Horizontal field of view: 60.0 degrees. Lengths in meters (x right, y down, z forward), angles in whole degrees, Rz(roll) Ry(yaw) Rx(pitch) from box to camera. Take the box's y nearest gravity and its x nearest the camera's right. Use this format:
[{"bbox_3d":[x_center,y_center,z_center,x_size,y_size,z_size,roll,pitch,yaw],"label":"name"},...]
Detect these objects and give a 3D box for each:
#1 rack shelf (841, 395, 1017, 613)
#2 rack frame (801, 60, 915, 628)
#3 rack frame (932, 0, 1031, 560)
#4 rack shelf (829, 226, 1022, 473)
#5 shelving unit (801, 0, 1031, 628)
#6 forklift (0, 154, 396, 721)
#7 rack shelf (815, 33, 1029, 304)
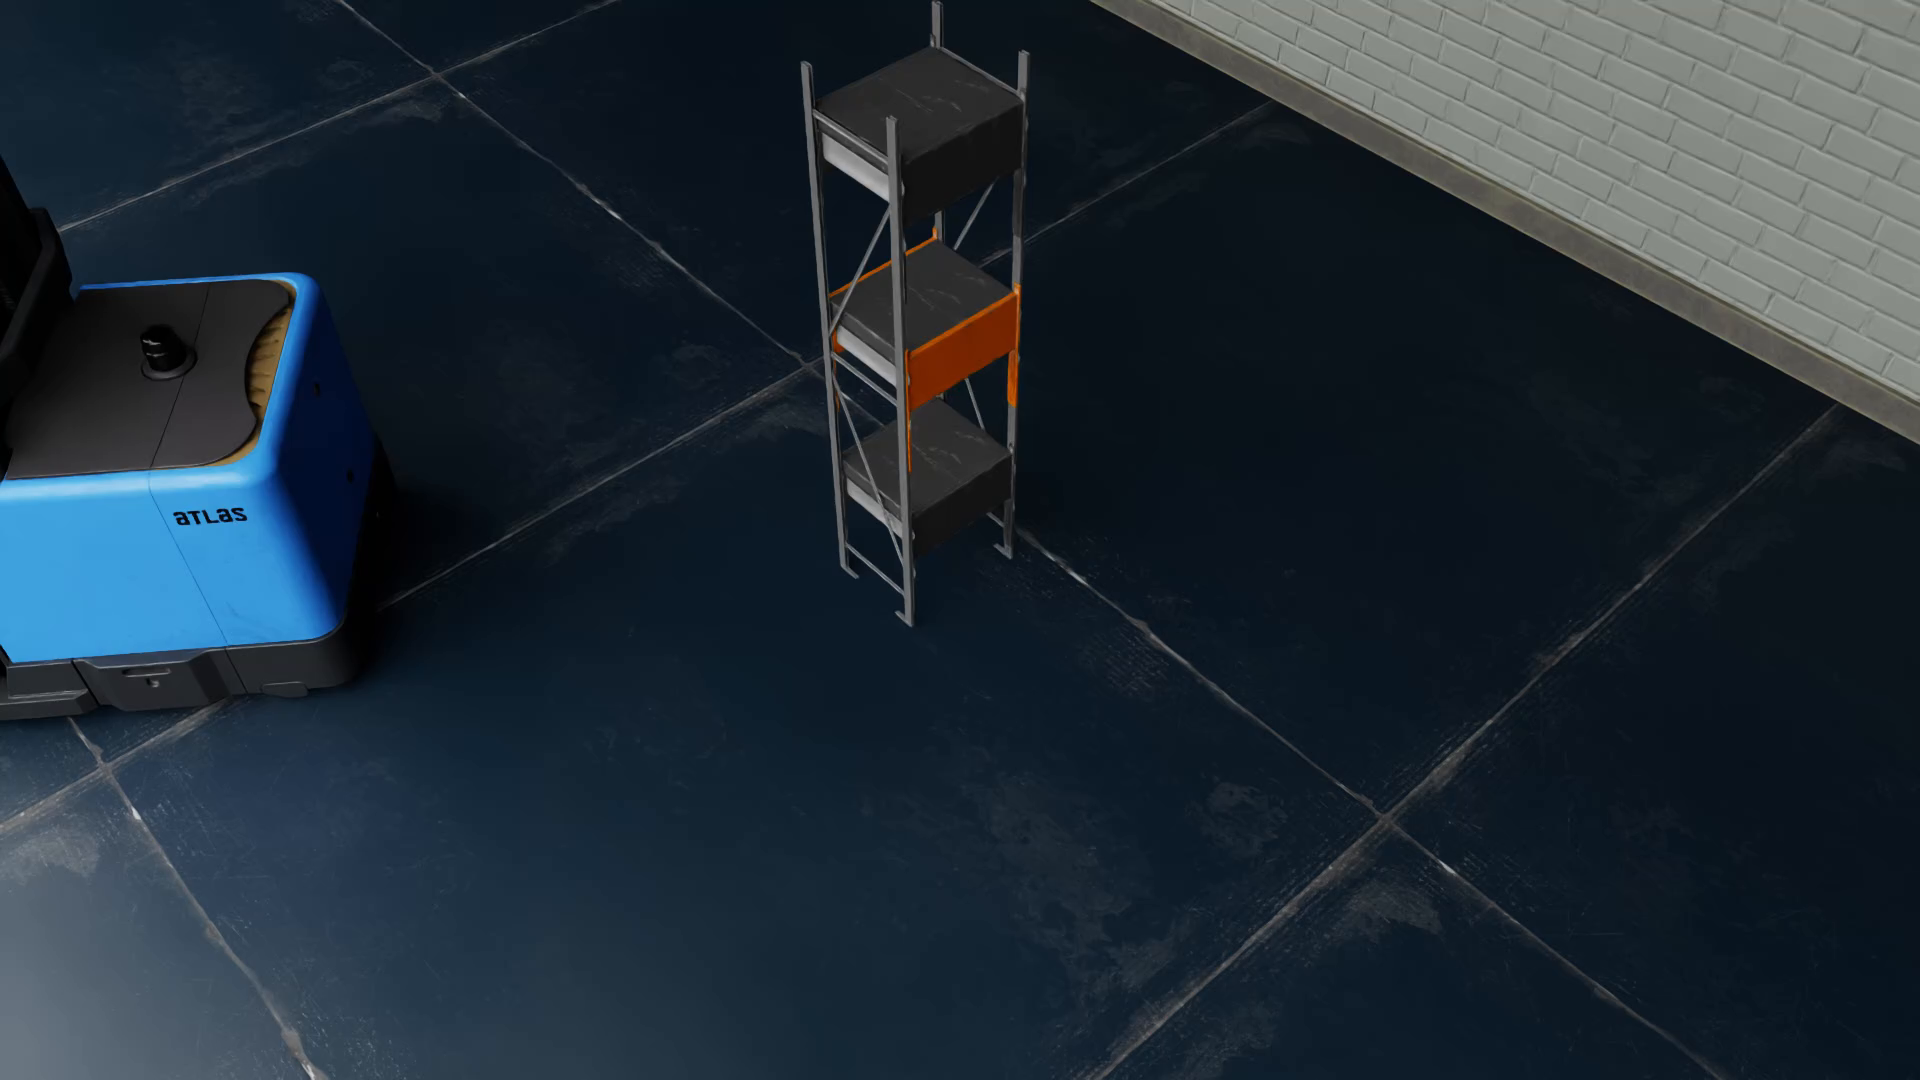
[{"bbox_3d":[-0.122,-0.146,5.927,0.480,0.518,0.431,-34,56,-27],"label":"rack shelf"},{"bbox_3d":[-0.303,-0.510,5.291,0.015,2.100,0.400,-34,56,-27],"label":"rack frame"},{"bbox_3d":[0.058,-0.751,5.514,0.015,2.100,0.400,-34,56,-27],"label":"rack frame"},{"bbox_3d":[-0.122,-0.621,5.413,0.480,0.518,0.431,-34,56,-27],"label":"rack shelf"},{"bbox_3d":[-0.122,-0.630,5.403,0.503,2.100,0.431,-34,56,-27],"label":"shelving unit"},{"bbox_3d":[-3.611,-0.720,4.920,3.031,2.935,1.130,-4,47,-4],"label":"forklift"},{"bbox_3d":[-0.122,-1.096,4.898,0.480,0.518,0.431,-34,56,-27],"label":"rack shelf"}]
